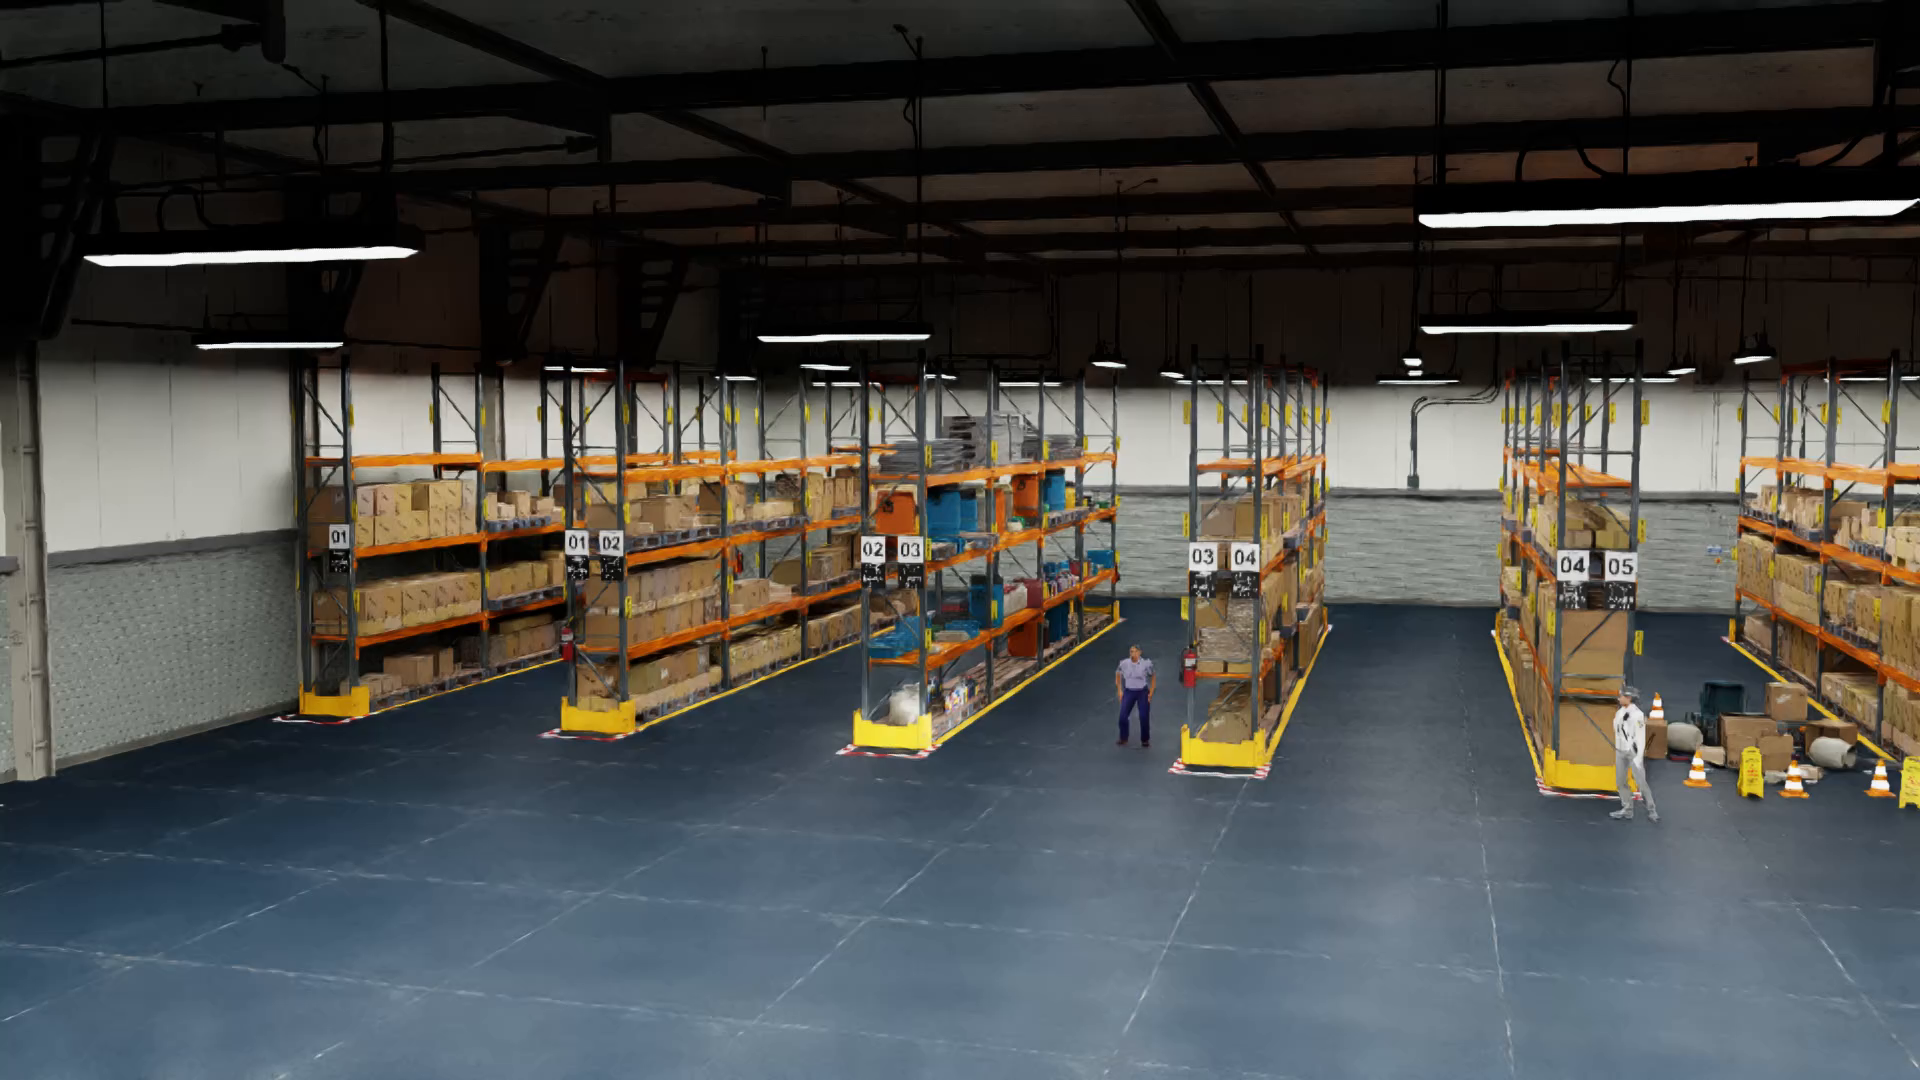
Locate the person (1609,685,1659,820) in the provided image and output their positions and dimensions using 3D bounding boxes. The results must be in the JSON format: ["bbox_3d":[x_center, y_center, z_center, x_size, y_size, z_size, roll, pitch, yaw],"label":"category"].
[{"bbox_3d":[8.390,2.631,20.661,0.522,1.665,0.569,-1,4,-11],"label":"person"}]

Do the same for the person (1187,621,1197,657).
[{"bbox_3d":[4.840,1.610,34.052,0.574,1.653,0.551,-4,6,-42],"label":"person"}]

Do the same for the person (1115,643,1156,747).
[{"bbox_3d":[2.651,2.333,25.100,0.625,1.596,0.517,1,4,14],"label":"person"}]
